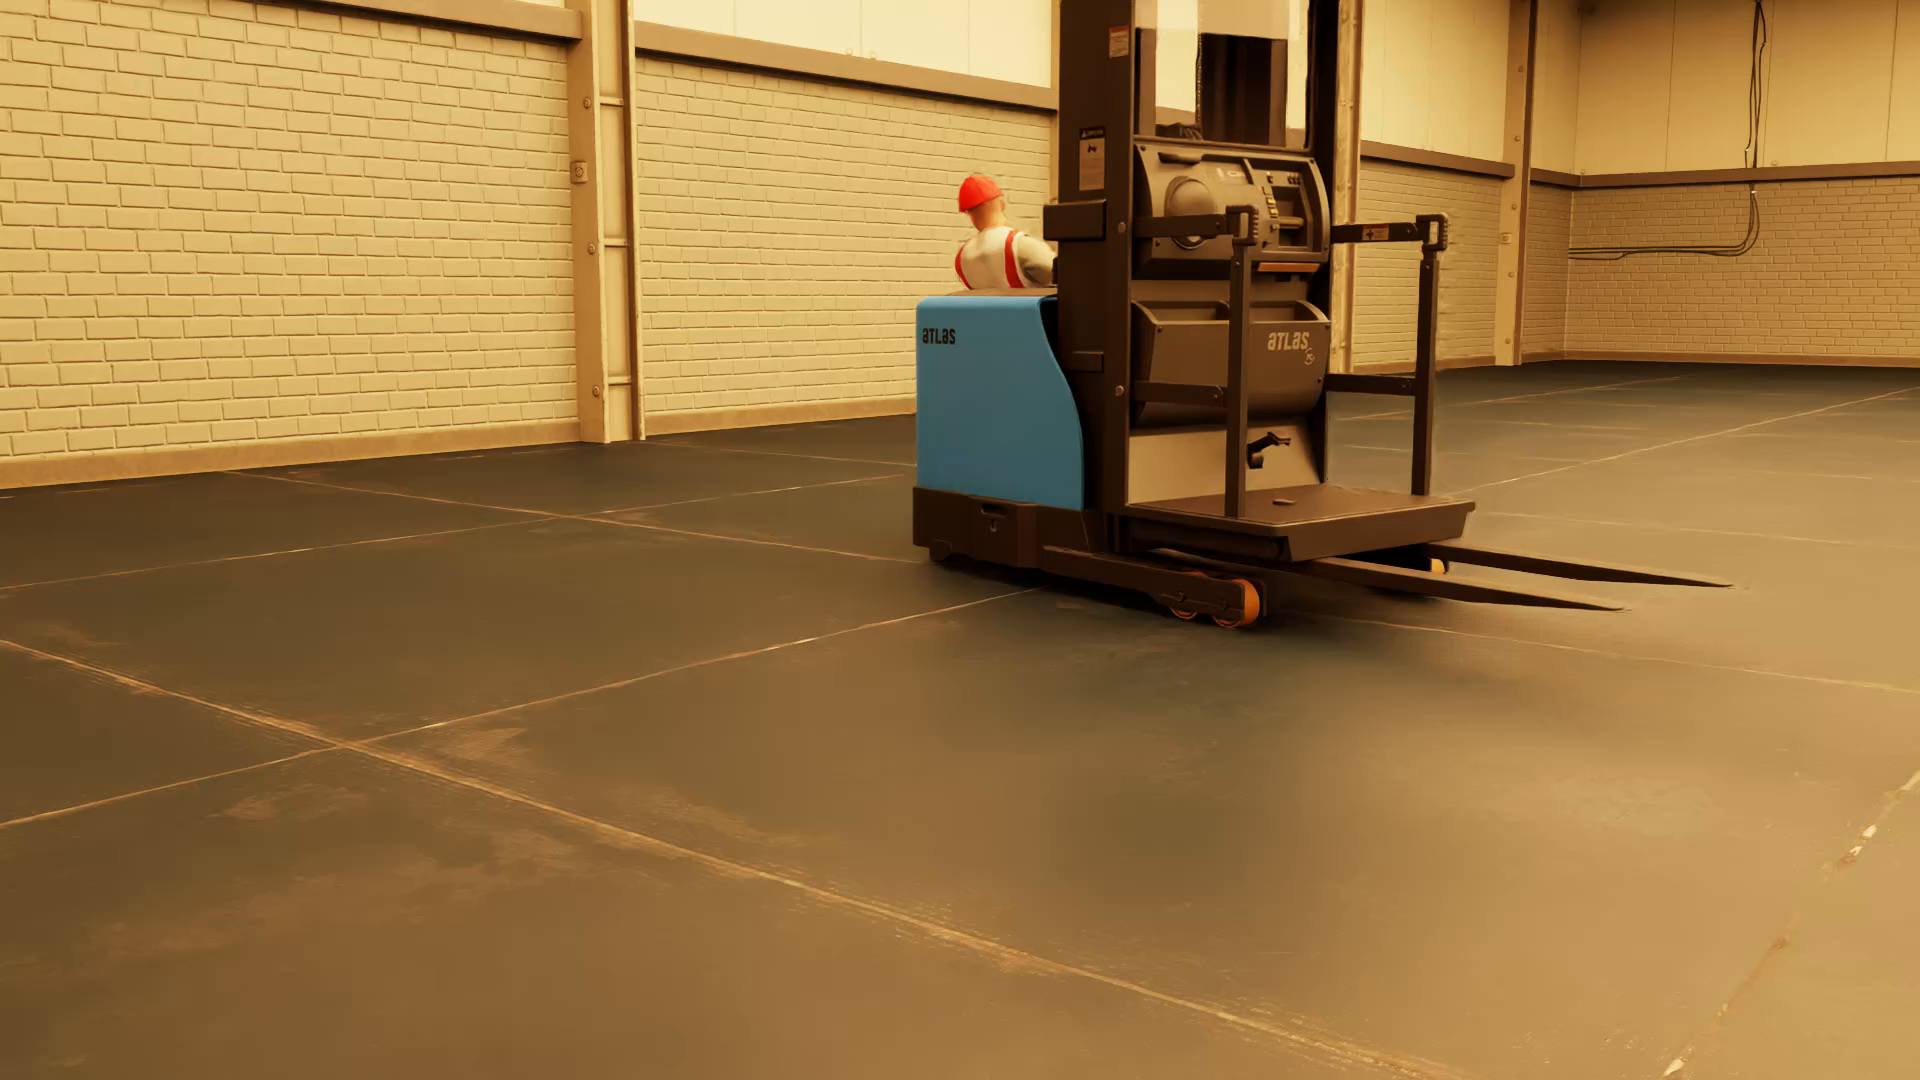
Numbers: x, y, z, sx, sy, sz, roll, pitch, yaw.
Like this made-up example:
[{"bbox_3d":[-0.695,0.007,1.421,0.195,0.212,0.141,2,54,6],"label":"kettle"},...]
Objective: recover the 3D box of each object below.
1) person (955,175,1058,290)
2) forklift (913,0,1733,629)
[{"bbox_3d":[0.379,-0.876,7.767,0.861,1.614,0.863,4,9,25],"label":"person"},{"bbox_3d":[1.116,-1.242,5.767,1.130,2.935,3.031,-7,11,-38],"label":"forklift"}]
